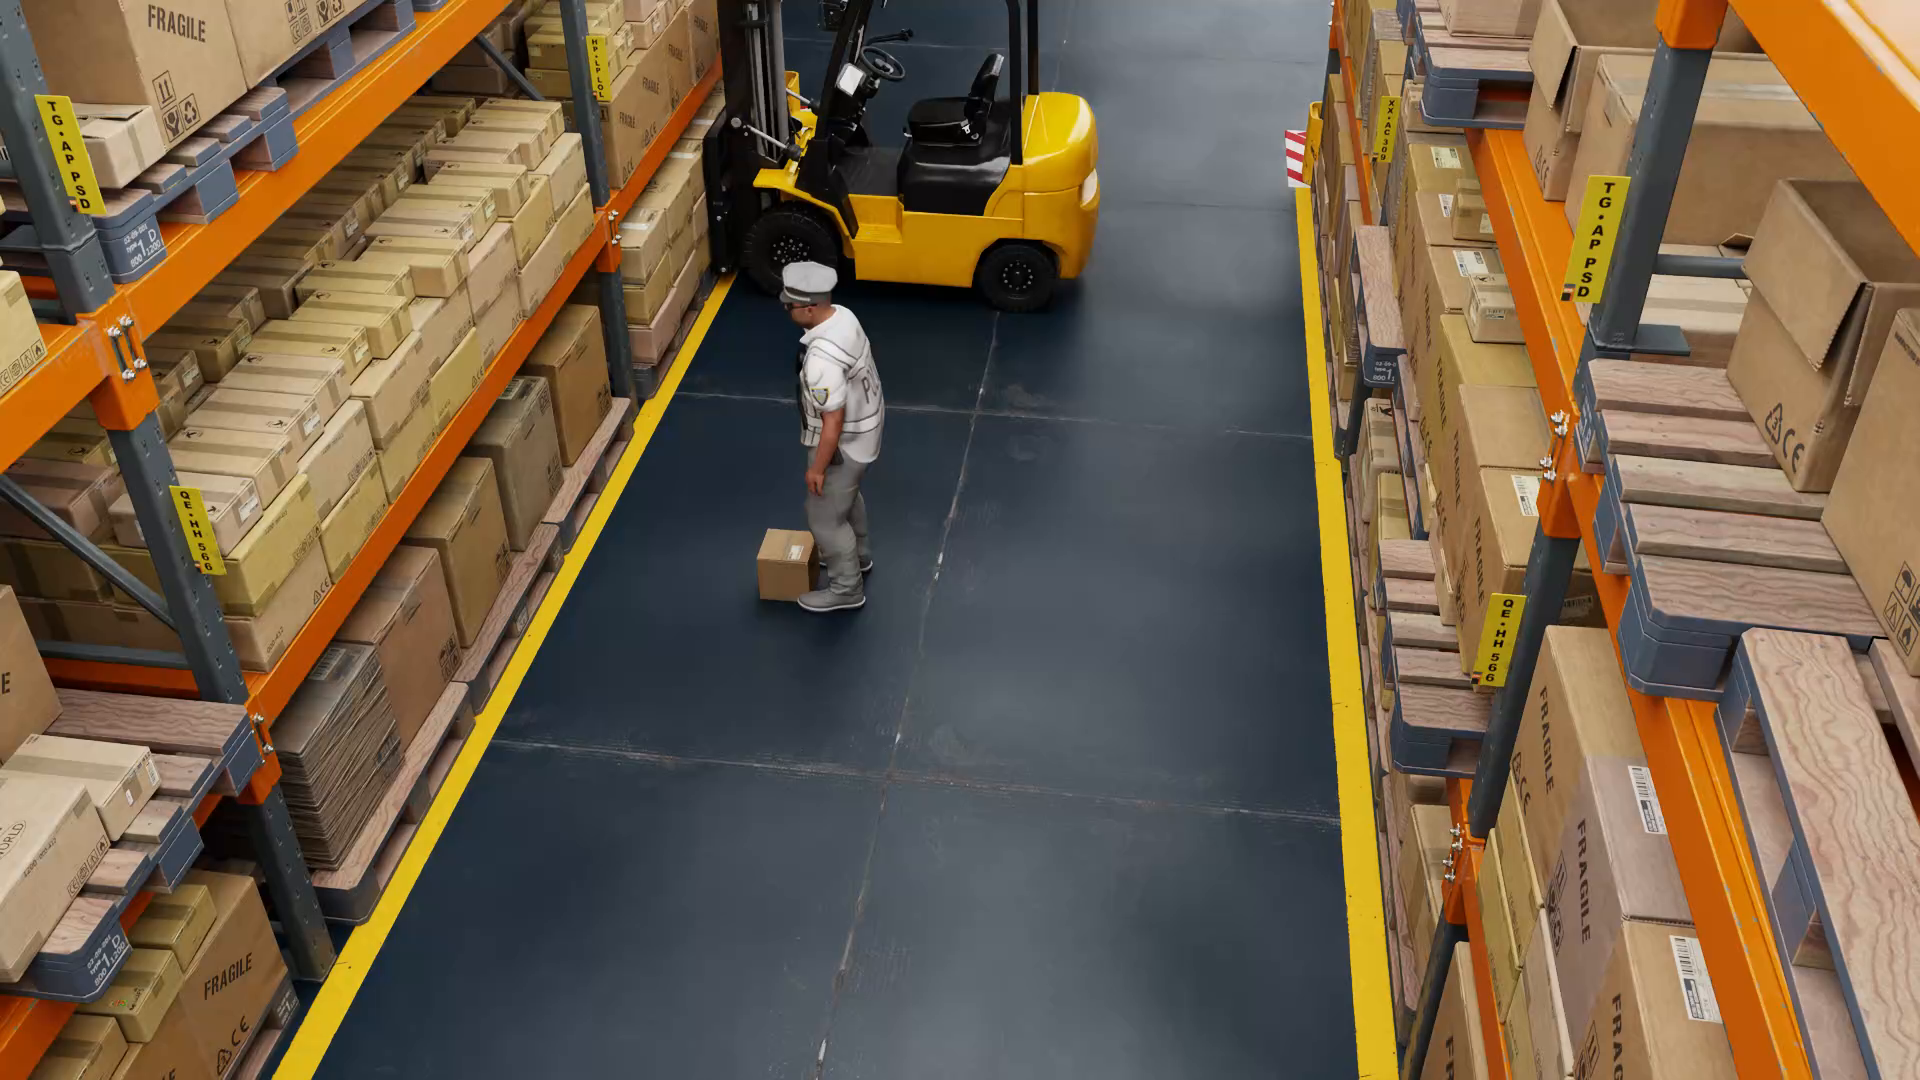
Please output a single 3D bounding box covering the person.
[{"bbox_3d":[-0.568,-0.463,7.673,0.432,1.748,0.596,3,36,5],"label":"person"}]
